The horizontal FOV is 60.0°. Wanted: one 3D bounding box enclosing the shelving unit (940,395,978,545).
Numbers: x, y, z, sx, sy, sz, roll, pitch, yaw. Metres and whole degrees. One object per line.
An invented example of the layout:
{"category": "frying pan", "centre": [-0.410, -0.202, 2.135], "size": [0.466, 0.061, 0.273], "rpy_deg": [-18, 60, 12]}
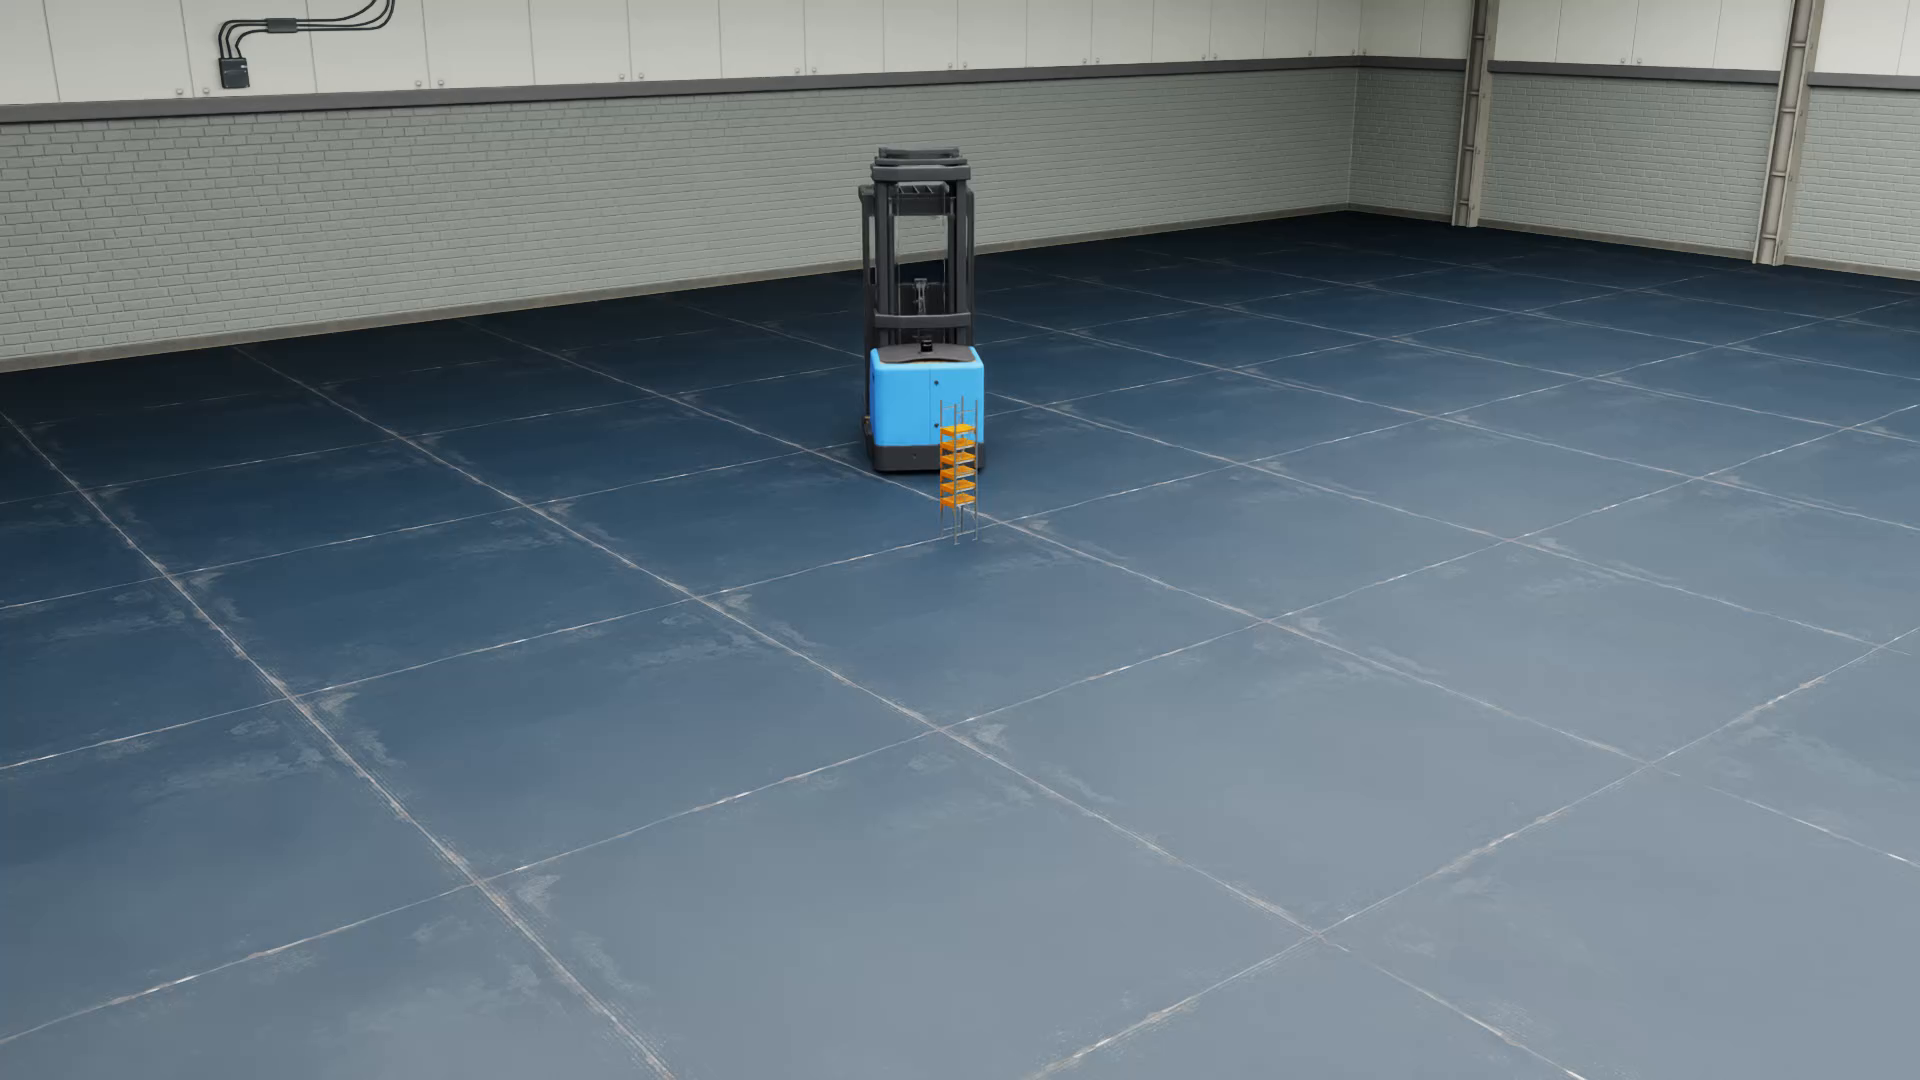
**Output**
{"category": "shelving unit", "centre": [-0.009, -0.573, 13.685], "size": [0.258, 1.200, 0.189], "rpy_deg": [-14, 23, -36]}

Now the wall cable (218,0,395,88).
{"category": "wall cable", "centre": [-8.225, -8.681, 20.354], "size": [2.305, 6.003, 0.169], "rpy_deg": [-14, 23, -36]}

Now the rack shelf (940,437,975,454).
{"category": "rack shelf", "centre": [-0.009, -0.759, 13.623], "size": [0.258, 0.103, 0.180], "rpy_deg": [-14, 23, -36]}

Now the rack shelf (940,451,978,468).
{"category": "rack shelf", "centre": [-0.009, -0.645, 13.661], "size": [0.258, 0.103, 0.180], "rpy_deg": [-14, 23, -36]}

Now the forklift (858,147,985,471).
{"category": "forklift", "centre": [-0.433, -2.456, 16.616], "size": [1.130, 2.935, 3.031], "rpy_deg": [-2, 18, -6]}

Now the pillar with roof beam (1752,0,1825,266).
{"category": "pillar with roof beam", "centre": [10.159, -8.063, 23.898], "size": [9.100, 9.000, 0.400], "rpy_deg": [-14, 23, -36]}

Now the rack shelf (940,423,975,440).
{"category": "rack shelf", "centre": [-0.009, -0.873, 13.585], "size": [0.258, 0.103, 0.180], "rpy_deg": [-14, 23, -36]}

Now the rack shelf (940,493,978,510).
{"category": "rack shelf", "centre": [-0.009, -0.303, 13.774], "size": [0.258, 0.103, 0.180], "rpy_deg": [-14, 23, -36]}

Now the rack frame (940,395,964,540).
{"category": "rack frame", "centre": [-0.066, -0.596, 13.753], "size": [0.240, 1.200, 0.006], "rpy_deg": [-14, 23, -36]}

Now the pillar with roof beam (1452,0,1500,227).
{"category": "pillar with roof beam", "centre": [6.433, -9.542, 28.363], "size": [9.100, 9.000, 0.400], "rpy_deg": [-14, 23, -36]}

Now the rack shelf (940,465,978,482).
{"category": "rack shelf", "centre": [-0.009, -0.531, 13.699], "size": [0.258, 0.103, 0.180], "rpy_deg": [-14, 23, -36]}

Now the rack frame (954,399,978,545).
{"category": "rack frame", "centre": [0.048, -0.551, 13.617], "size": [0.240, 1.200, 0.006], "rpy_deg": [-14, 23, -36]}

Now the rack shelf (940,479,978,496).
{"category": "rack shelf", "centre": [-0.009, -0.417, 13.736], "size": [0.258, 0.103, 0.180], "rpy_deg": [-14, 23, -36]}
